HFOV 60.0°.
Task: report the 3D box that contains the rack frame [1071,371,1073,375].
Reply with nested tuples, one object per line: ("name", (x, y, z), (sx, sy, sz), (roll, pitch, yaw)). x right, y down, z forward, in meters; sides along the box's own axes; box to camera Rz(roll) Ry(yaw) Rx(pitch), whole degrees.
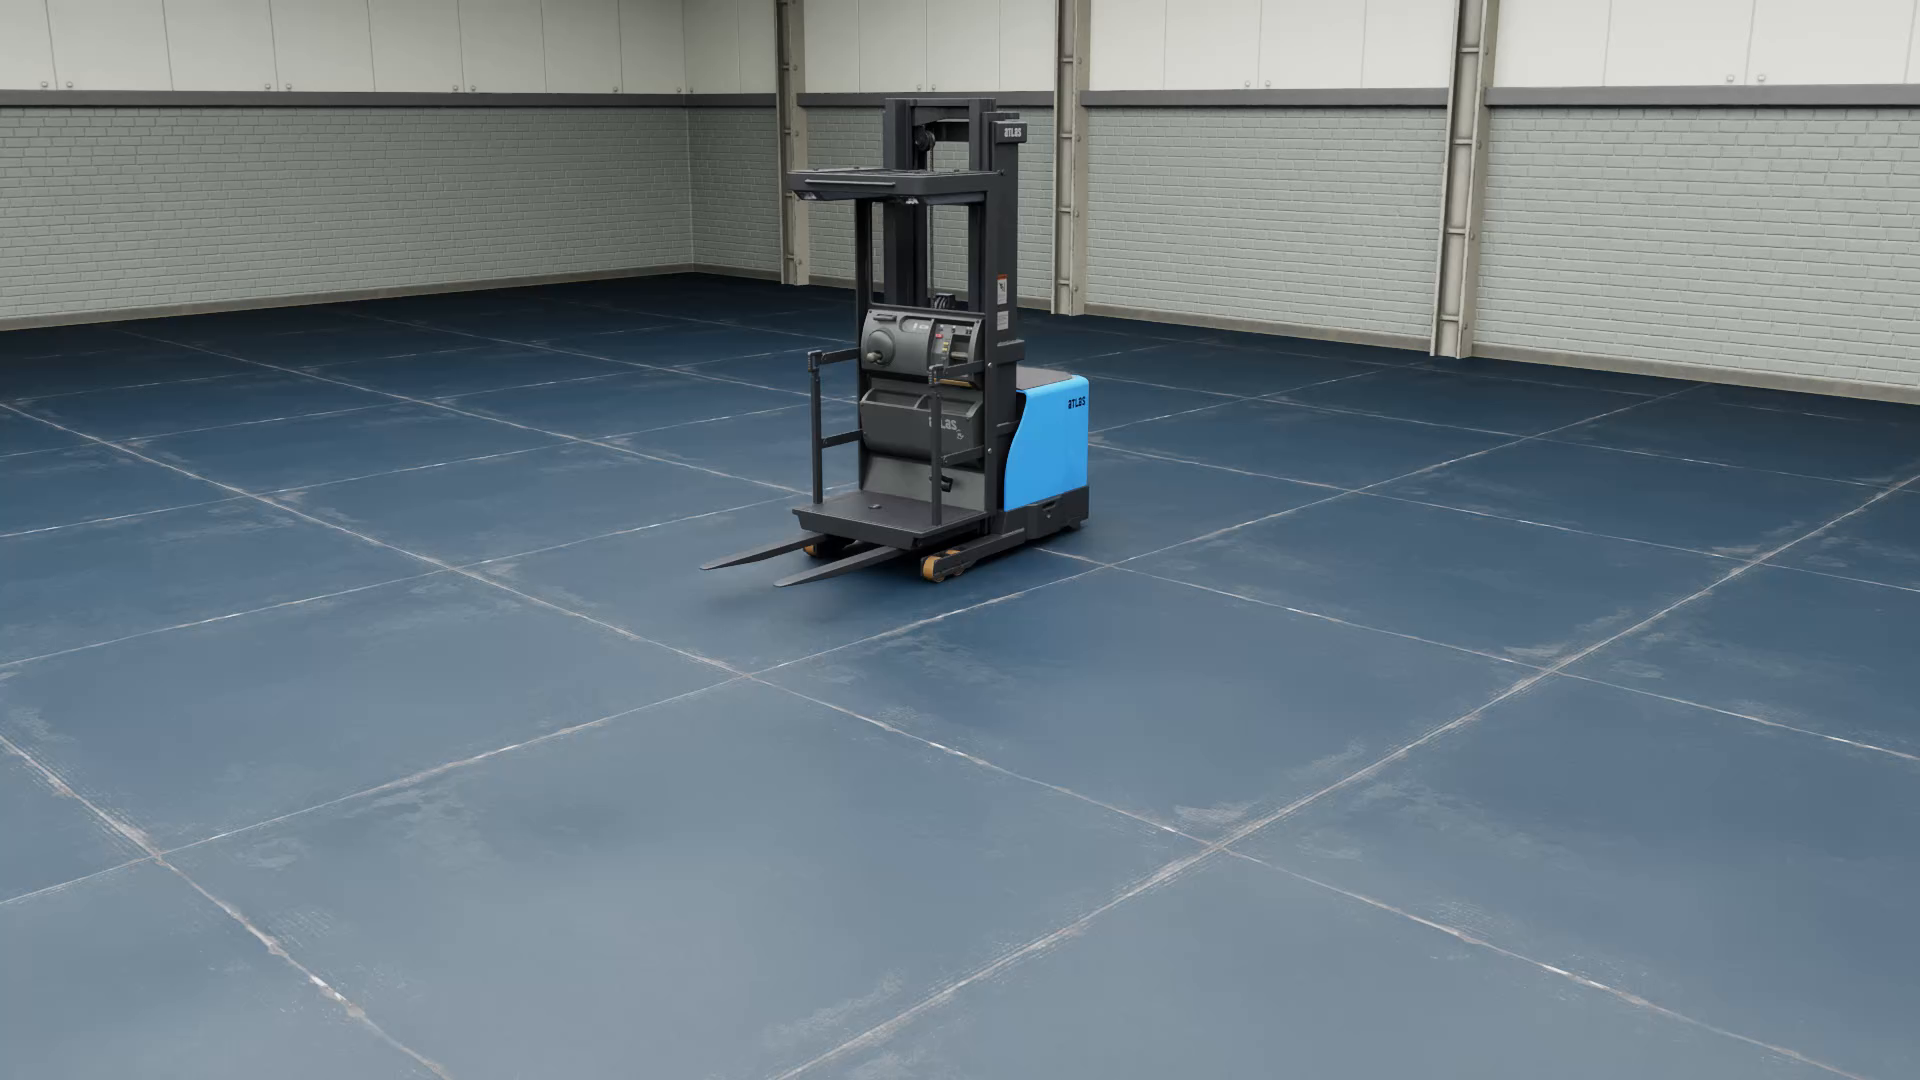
("rack frame", (0.748, -0.684, 11.975), (0.008, 1.050, 0.200), (11, 18, 36))

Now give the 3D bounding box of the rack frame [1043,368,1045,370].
("rack frame", (0.554, -0.721, 12.117), (0.008, 1.050, 0.200), (11, 18, 36))

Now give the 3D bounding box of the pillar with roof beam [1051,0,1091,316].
("pillar with roof beam", (-1.432, -6.830, 19.799), (0.400, 9.000, 9.100), (14, 20, 42))

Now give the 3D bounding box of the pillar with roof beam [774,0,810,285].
("pillar with roof beam", (-5.752, -7.880, 23.829), (0.400, 9.000, 9.100), (14, 20, 42))

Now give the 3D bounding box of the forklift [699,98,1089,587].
("forklift", (-0.381, -1.292, 10.576), (1.130, 2.935, 3.031), (11, 18, 36))

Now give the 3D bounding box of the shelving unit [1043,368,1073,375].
("shelving unit", (0.651, -0.702, 12.046), (0.252, 1.050, 0.215), (11, 18, 36))

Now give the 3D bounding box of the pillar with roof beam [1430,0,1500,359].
("pillar with roof beam", (2.887, -5.780, 15.769), (0.400, 9.000, 9.100), (14, 20, 42))
